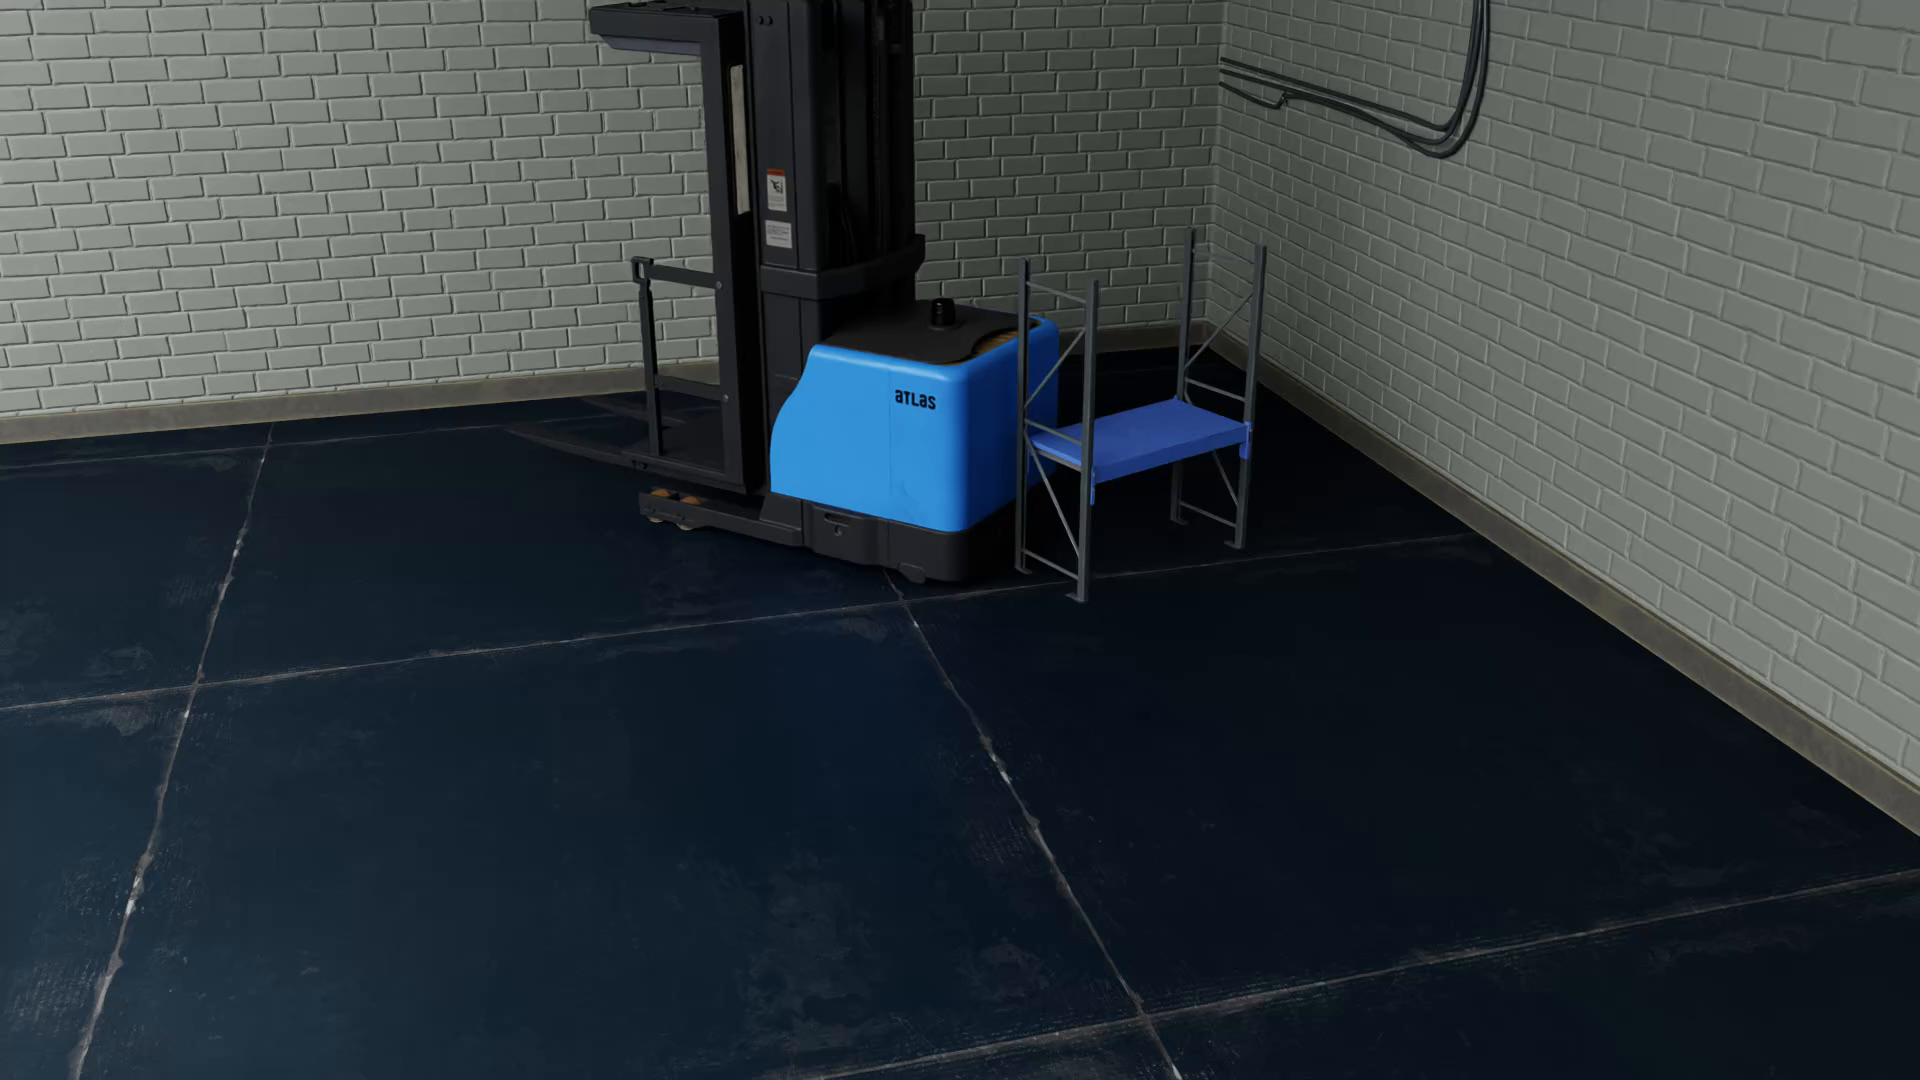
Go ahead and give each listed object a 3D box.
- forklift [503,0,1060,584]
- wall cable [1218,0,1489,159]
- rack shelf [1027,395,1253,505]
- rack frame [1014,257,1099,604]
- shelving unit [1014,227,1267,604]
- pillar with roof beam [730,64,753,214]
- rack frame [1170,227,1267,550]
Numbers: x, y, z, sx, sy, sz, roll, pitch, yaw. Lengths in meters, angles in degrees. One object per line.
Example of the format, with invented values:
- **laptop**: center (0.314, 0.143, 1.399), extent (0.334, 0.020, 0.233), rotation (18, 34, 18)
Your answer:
- **forklift**: center (-1.035, -1.558, 8.165), extent (3.031, 2.935, 1.130), rotation (13, 27, 28)
- **wall cable**: center (2.034, -3.499, 8.930), extent (0.112, 2.526, 3.097), rotation (-6, 24, -14)
- **rack shelf**: center (0.829, -0.437, 7.823), extent (1.000, 0.185, 0.538), rotation (-17, 28, -34)
- **rack frame**: center (0.423, -0.482, 7.471), extent (0.032, 1.500, 0.500), rotation (-17, 28, -34)
- **shelving unit**: center (0.829, -0.602, 7.752), extent (1.048, 1.500, 0.538), rotation (-17, 28, -34)
- **pillar with roof beam**: center (0.003, -3.480, 4.948), extent (0.400, 9.000, 9.100), rotation (-6, 24, -14)
- **rack frame**: center (1.235, -0.723, 8.033), extent (0.032, 1.500, 0.500), rotation (-17, 28, -34)
